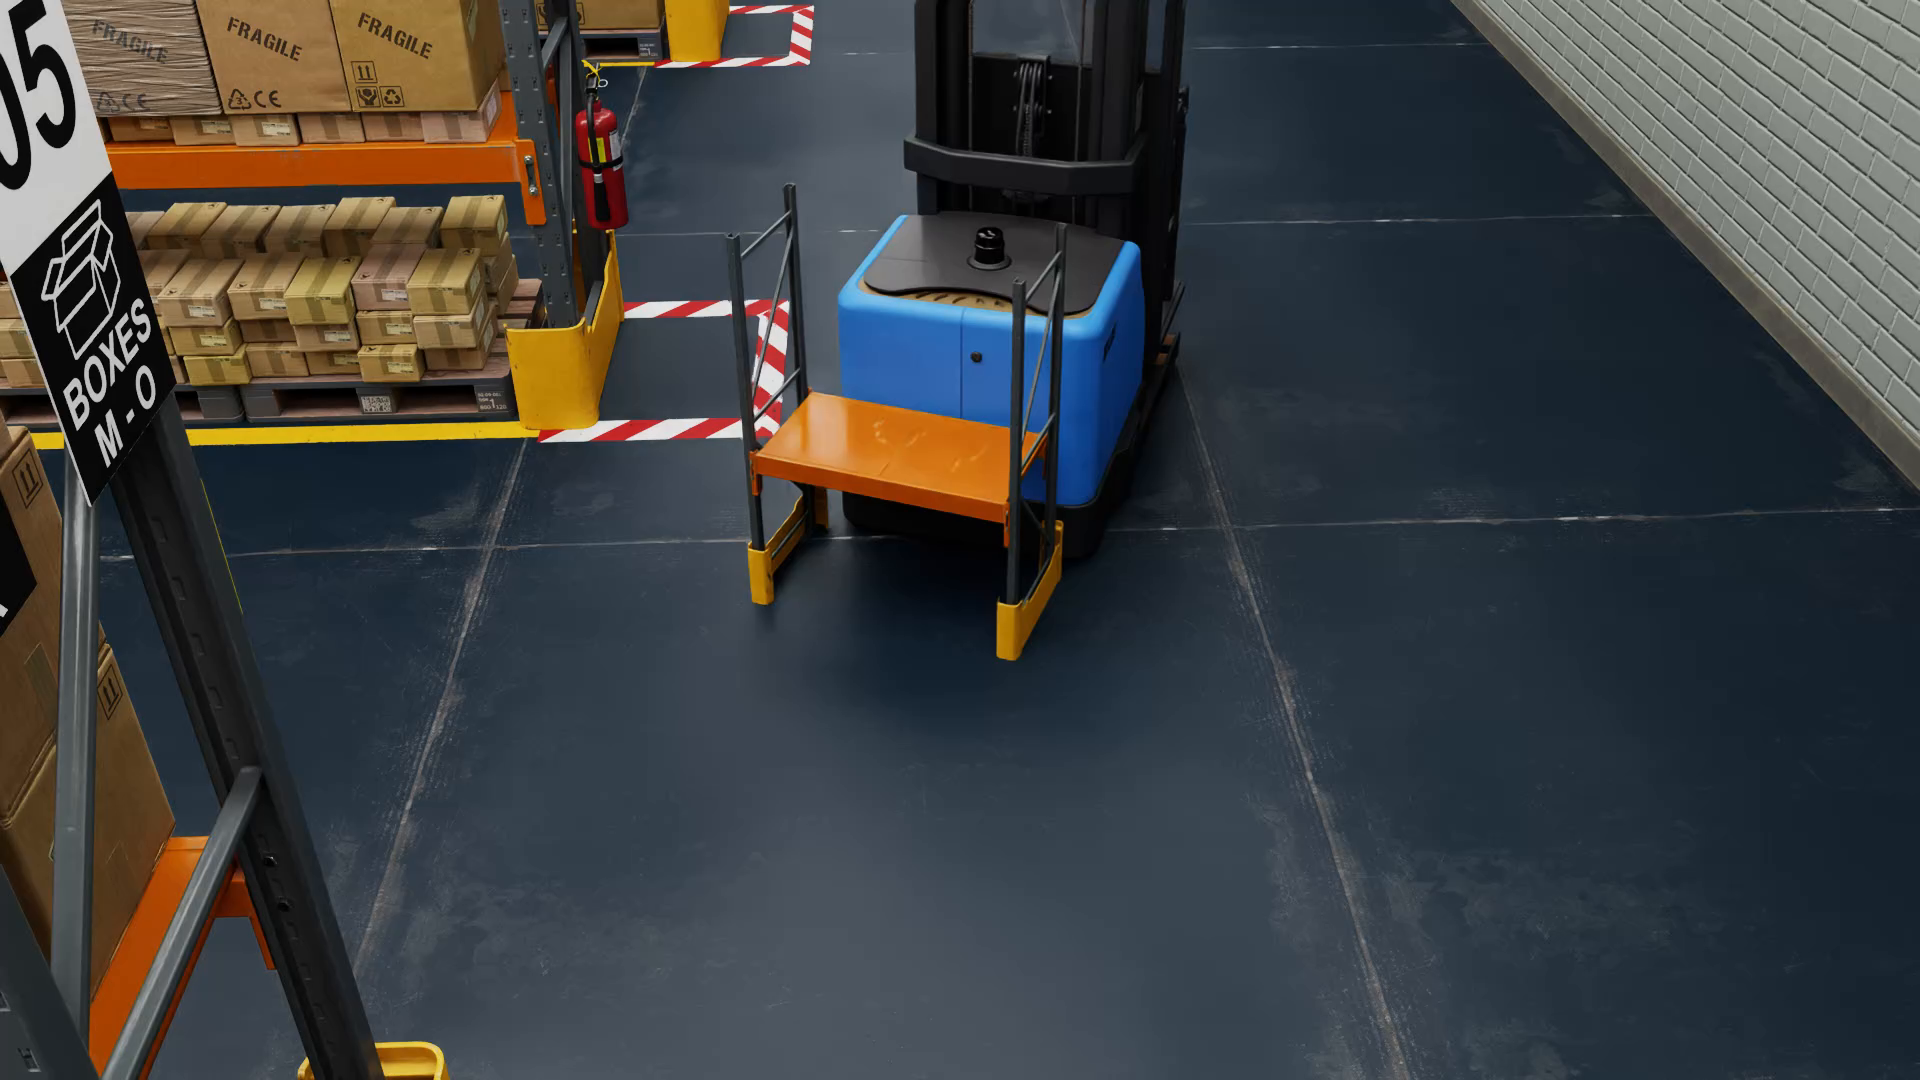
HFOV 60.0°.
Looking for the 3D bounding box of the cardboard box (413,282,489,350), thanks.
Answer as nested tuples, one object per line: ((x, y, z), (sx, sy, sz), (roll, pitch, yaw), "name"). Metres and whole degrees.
((-2.275, -1.009, 7.447), (0.250, 0.149, 0.380), (-2, 35, -4), "cardboard box")

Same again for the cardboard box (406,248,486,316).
((-2.278, -1.150, 7.389), (0.250, 0.149, 0.380), (-1, 35, -2), "cardboard box")

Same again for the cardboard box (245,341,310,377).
((-3.043, -0.894, 7.542), (0.250, 0.149, 0.380), (-1, 35, -2), "cardboard box")

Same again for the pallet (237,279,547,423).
((-2.650, -0.913, 7.883), (1.213, 0.211, 1.003), (-2, 35, -2), "pallet")

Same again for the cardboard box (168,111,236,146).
((-3.092, -1.779, 6.906), (0.250, 0.149, 0.380), (-3, 35, -4), "cardboard box")

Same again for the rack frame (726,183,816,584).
((-0.688, -0.530, 6.197), (0.032, 1.500, 0.500), (12, 36, 16), "rack frame")

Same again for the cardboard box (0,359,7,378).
((-4.348, -0.889, 7.534), (0.250, 0.149, 0.380), (-3, 35, -4), "cardboard box")

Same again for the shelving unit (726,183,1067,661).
((-0.202, -0.429, 6.053), (1.083, 1.500, 0.587), (12, 36, 16), "shelving unit")

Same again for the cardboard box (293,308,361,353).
((-2.794, -0.994, 7.426), (0.250, 0.149, 0.380), (-3, 35, -4), "cardboard box")

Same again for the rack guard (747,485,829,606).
((-0.670, -0.012, 6.548), (0.087, 0.250, 0.587), (12, 36, 16), "rack guard")

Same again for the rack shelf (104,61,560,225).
((-3.759, -1.713, 7.222), (4.000, 0.370, 1.077), (-2, 35, -2), "rack shelf")

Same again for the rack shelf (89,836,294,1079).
((-3.424, 1.098, 3.160), (4.000, 0.370, 1.077), (-2, 35, -2), "rack shelf")

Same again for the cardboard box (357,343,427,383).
((-2.529, -0.866, 7.502), (0.250, 0.149, 0.380), (-1, 35, -1), "cardboard box")

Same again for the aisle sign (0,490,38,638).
((-1.339, -0.147, 2.042), (0.004, 0.787, 0.394), (-2, 35, -2), "aisle sign")

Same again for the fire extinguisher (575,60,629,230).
((-1.488, -1.622, 6.854), (0.183, 0.674, 0.296), (-2, 35, -2), "fire extinguisher")

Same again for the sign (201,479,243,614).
((-1.446, 0.044, 3.220), (0.005, 0.325, 0.100), (-2, 35, -2), "sign")

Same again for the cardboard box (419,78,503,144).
((-2.073, -1.790, 6.922), (0.250, 0.149, 0.380), (-1, 35, -2), "cardboard box")

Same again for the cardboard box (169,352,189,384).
((-3.569, -0.856, 7.487), (0.250, 0.149, 0.380), (-1, 35, -1), "cardboard box")

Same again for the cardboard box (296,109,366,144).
((-2.573, -1.790, 6.921), (0.250, 0.149, 0.380), (-2, 35, -3), "cardboard box")

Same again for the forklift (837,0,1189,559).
((0.421, -1.968, 7.019), (1.130, 2.935, 3.031), (9, 36, 13), "forklift")

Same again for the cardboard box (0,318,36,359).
((-4.088, -0.961, 7.378), (0.250, 0.149, 0.380), (-2, 35, -3), "cardboard box")

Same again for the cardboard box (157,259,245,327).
((-3.312, -1.087, 7.298), (0.250, 0.149, 0.380), (0, 35, 0), "cardboard box")

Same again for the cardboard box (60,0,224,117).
((-3.218, -2.038, 6.710), (0.500, 0.500, 0.500), (-1, 35, -2), "cardboard box")

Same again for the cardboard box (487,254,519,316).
((-2.300, -1.231, 8.029), (0.250, 0.149, 0.380), (-1, 35, -1), "cardboard box")

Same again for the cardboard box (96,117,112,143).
((-3.629, -1.789, 6.920), (0.250, 0.149, 0.380), (-1, 35, -1), "cardboard box")

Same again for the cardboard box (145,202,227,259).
((-3.614, -1.440, 7.809), (0.250, 0.149, 0.380), (-1, 35, -1), "cardboard box")

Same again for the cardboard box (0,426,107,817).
((-1.919, 0.147, 2.936), (0.500, 0.500, 0.500), (-2, 35, -3), "cardboard box")

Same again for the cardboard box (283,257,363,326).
((-2.784, -1.096, 7.312), (0.250, 0.149, 0.380), (-2, 35, -3), "cardboard box")

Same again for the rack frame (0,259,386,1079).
((-1.426, 0.748, 3.033), (0.127, 3.000, 1.000), (-2, 35, -2), "rack frame")

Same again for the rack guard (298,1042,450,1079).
((-1.402, 1.775, 3.746), (0.348, 0.500, 1.175), (-2, 35, -2), "rack guard")

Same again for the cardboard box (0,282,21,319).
((-4.089, -1.135, 7.368), (0.250, 0.149, 0.380), (-3, 35, -4), "cardboard box")

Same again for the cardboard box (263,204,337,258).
((-3.072, -1.424, 7.784), (0.250, 0.149, 0.380), (-3, 35, -5), "cardboard box")

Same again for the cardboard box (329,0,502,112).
((-2.198, -2.068, 6.753), (0.500, 0.500, 0.500), (-1, 35, -1), "cardboard box")

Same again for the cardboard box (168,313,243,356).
((-3.310, -0.973, 7.395), (0.250, 0.149, 0.380), (-1, 35, -2), "cardboard box")

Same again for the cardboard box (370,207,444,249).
((-2.570, -1.411, 7.767), (0.250, 0.149, 0.380), (-1, 35, -1), "cardboard box")
